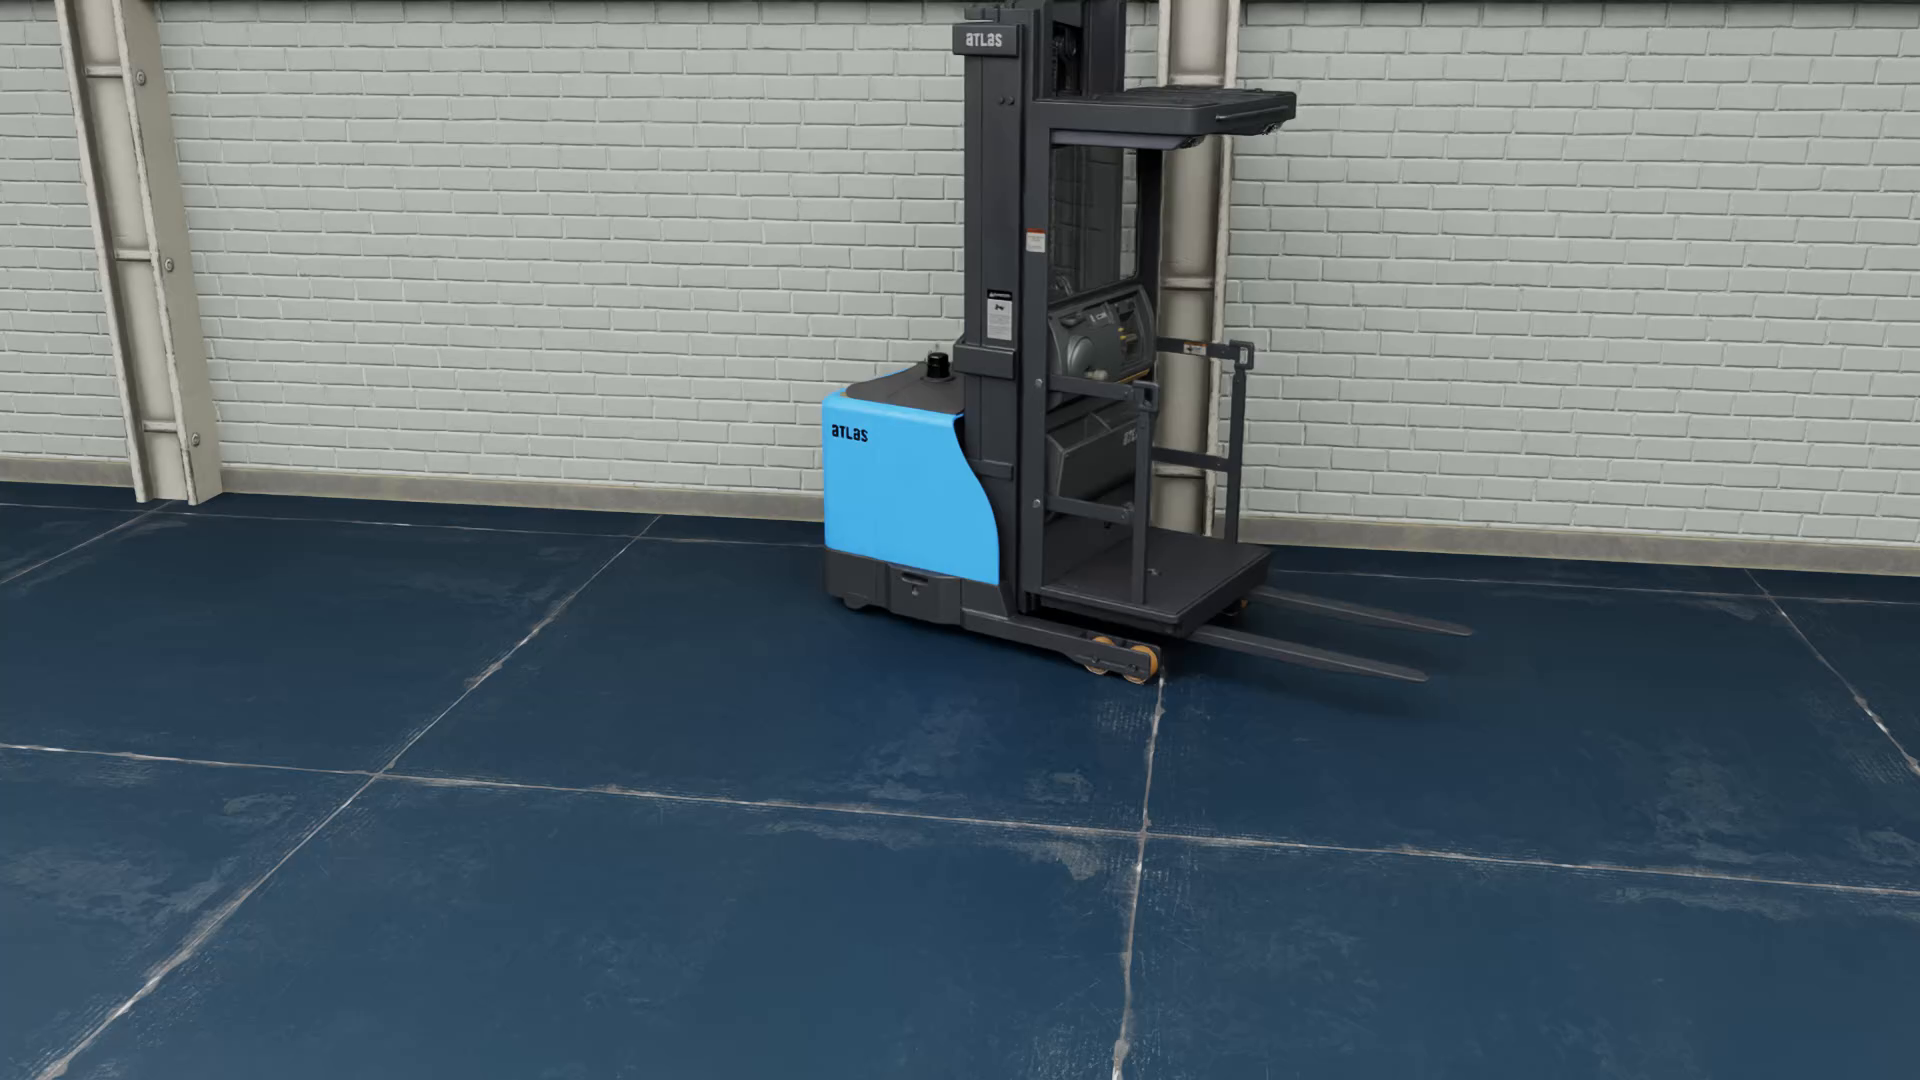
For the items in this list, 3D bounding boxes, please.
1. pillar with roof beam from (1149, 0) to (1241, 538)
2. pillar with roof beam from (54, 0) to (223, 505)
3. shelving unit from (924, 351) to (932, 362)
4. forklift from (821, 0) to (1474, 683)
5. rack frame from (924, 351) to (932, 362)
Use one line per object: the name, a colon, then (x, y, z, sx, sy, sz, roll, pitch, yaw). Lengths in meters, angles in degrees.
pillar with roof beam: (0.514, -2.883, 3.737, 0.400, 9.000, 9.100, 3, 19, 9)
pillar with roof beam: (-5.410, -3.185, 4.639, 0.400, 9.000, 9.100, 3, 19, 9)
shelving unit: (-0.053, -0.501, 9.145, 0.252, 1.050, 0.215, 3, 19, 9)
forklift: (0.831, -0.944, 7.506, 3.031, 2.935, 1.130, 12, 22, 31)
rack frame: (-0.173, -0.507, 9.163, 0.008, 1.050, 0.200, 3, 19, 9)
